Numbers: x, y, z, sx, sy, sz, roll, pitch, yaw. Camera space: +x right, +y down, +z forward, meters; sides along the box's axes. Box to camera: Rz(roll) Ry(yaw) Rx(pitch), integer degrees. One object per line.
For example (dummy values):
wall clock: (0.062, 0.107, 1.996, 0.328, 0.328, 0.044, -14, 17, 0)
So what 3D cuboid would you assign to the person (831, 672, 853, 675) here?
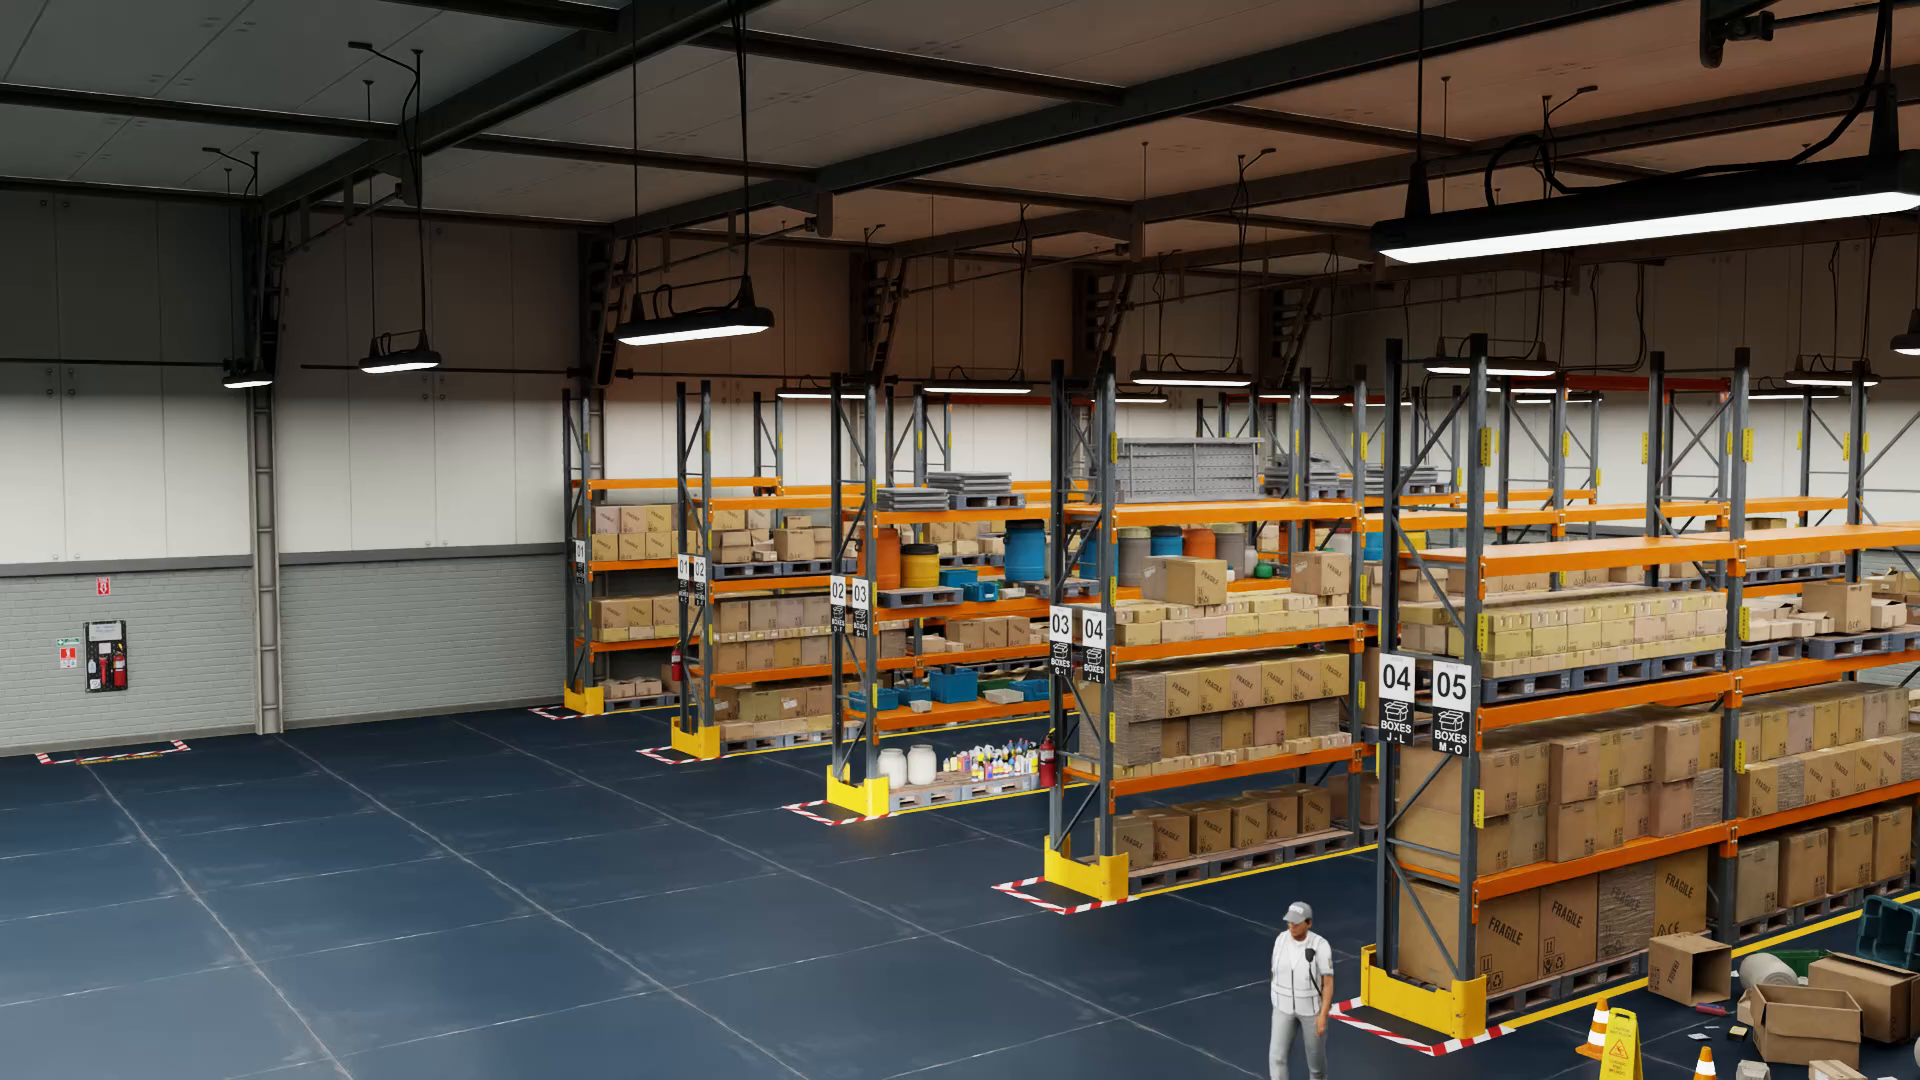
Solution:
person: (-2.119, 2.349, 30.359, 0.624, 1.756, 0.638, 4, 5, 45)

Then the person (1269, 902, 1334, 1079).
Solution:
person: (2.550, 3.534, 12.473, 0.507, 1.628, 0.876, 2, 4, 27)
